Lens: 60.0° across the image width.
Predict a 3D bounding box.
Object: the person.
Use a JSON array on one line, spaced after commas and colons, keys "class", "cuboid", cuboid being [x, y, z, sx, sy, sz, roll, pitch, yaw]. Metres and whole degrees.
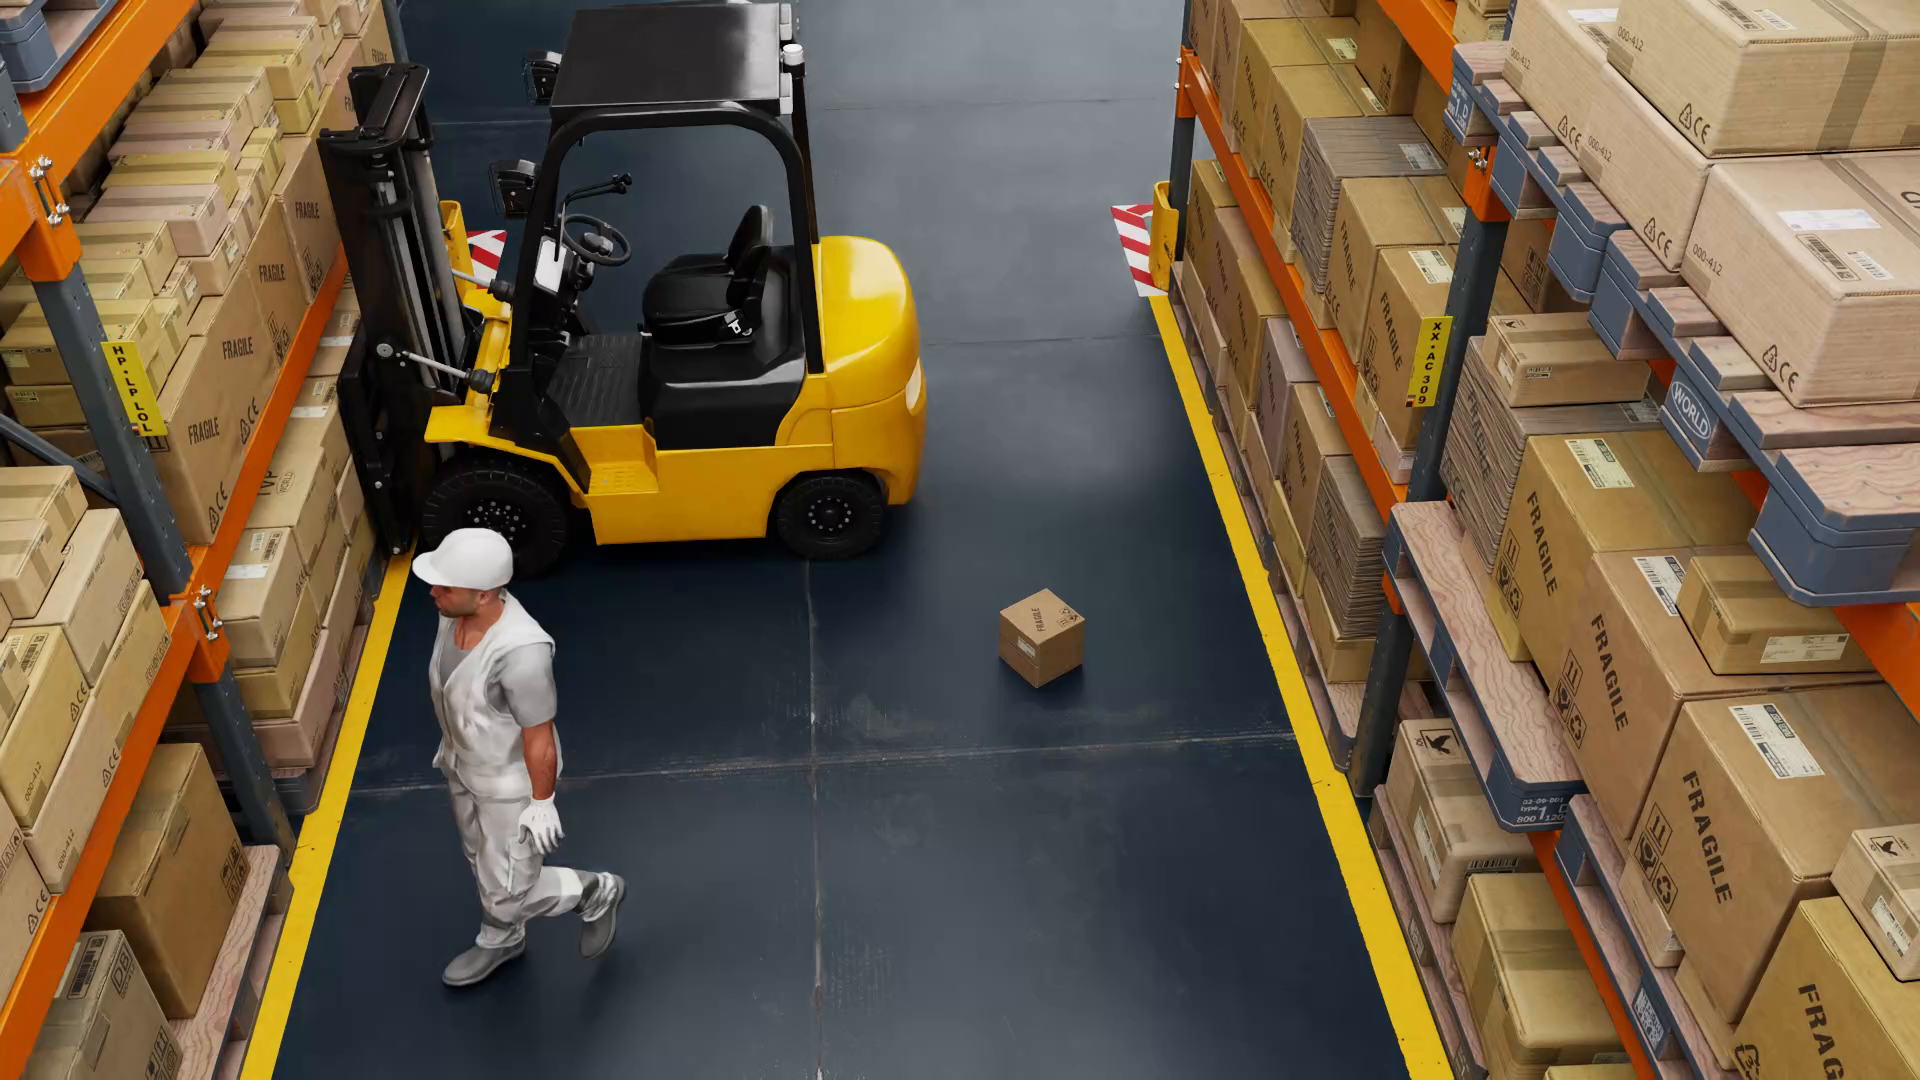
[{"class": "person", "cuboid": [-1.458, 0.729, 5.184, 0.620, 1.785, 0.590, -29, 47, -31]}]
